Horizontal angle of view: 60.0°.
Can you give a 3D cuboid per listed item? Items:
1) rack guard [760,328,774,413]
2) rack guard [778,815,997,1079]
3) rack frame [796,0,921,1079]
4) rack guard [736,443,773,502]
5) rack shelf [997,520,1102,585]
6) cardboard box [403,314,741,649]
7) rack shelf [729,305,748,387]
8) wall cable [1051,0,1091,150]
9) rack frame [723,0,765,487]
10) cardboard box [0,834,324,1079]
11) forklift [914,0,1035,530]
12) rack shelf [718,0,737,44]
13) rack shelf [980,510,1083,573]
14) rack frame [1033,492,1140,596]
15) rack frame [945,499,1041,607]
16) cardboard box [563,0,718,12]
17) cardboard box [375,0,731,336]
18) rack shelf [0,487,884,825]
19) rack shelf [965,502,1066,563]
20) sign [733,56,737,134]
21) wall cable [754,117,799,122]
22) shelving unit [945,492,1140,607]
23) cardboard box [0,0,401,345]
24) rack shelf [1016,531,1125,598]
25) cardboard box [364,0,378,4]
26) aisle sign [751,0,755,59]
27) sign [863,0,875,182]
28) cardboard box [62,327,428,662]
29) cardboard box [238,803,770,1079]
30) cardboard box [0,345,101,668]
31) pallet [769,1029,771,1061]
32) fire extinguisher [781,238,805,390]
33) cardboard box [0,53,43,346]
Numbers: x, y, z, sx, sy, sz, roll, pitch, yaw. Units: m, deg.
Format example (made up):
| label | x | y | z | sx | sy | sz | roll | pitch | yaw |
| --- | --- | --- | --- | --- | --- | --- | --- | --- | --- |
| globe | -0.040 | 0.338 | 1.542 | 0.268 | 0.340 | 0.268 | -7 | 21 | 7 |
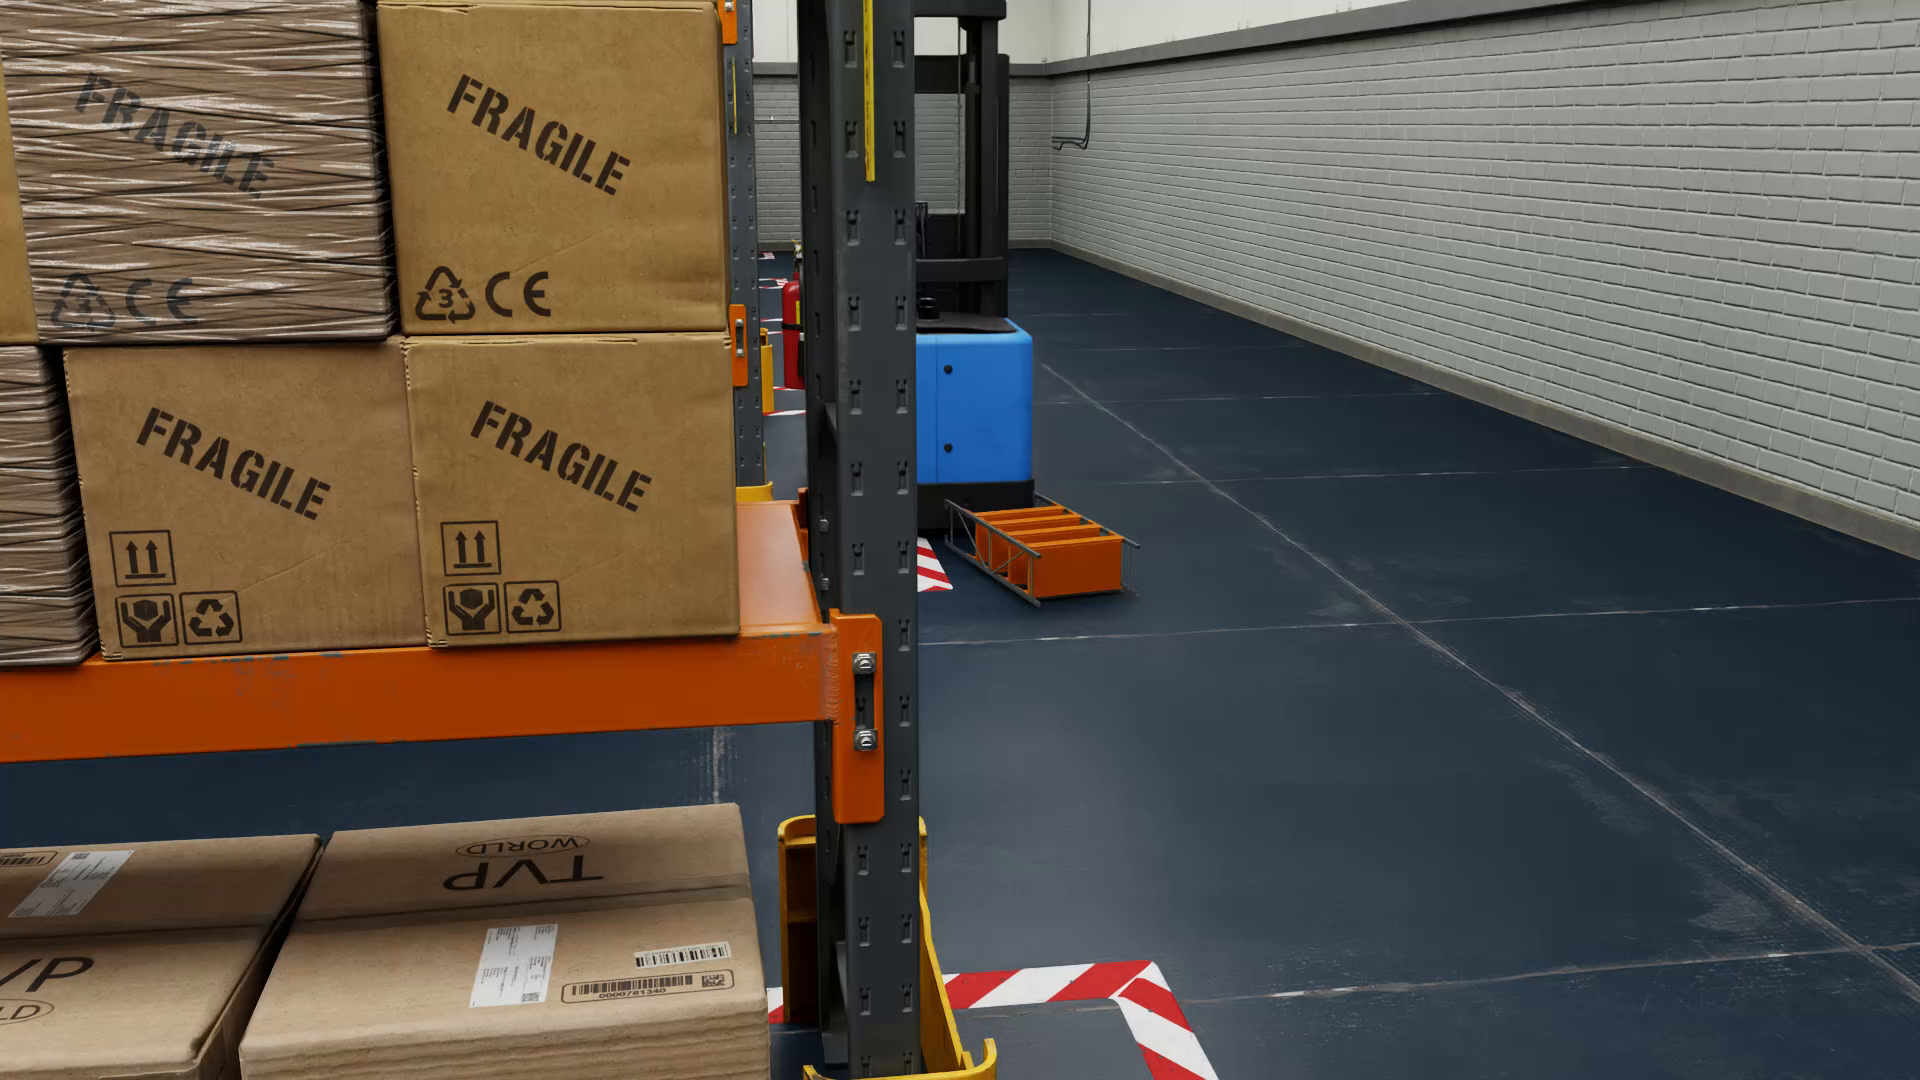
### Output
| label | x | y | z | sx | sy | sz | roll | pitch | yaw |
| --- | --- | --- | --- | --- | --- | --- | --- | --- | --- |
| rack guard | -1.659 | -1.339 | 13.033 | 0.348 | 0.500 | 1.175 | -2 | 14 | -8 |
| rack guard | -0.183 | 1.045 | 3.528 | 0.348 | 0.500 | 1.175 | -2 | 14 | -8 |
| rack frame | -0.206 | -0.167 | 3.220 | 0.127 | 3.000 | 1.000 | -2 | 14 | -8 |
| rack guard | -1.119 | -0.139 | 8.247 | 0.348 | 0.500 | 1.175 | -2 | 14 | -8 |
| rack shelf | 0.424 | 0.061 | 7.876 | 0.480 | 0.258 | 0.148 | -5 | 15 | -20 |
| cardboard box | -0.644 | -0.134 | 2.885 | 0.500 | 0.500 | 0.500 | -2 | 14 | -8 |
| rack shelf | -3.021 | -0.932 | 7.752 | 4.000 | 0.370 | 1.077 | -2 | 14 | -8 |
| wall cable | 1.750 | -7.648 | 27.101 | 0.112 | 2.526 | 3.097 | -2 | 14 | -8 |
| rack frame | -1.044 | -1.354 | 7.953 | 0.127 | 3.000 | 1.000 | -2 | 14 | -8 |
| cardboard box | -1.748 | 0.956 | 3.149 | 0.875 | 0.438 | 0.875 | -2 | 14 | -7 |
| forklift | -0.296 | -1.776 | 9.778 | 1.130 | 2.935 | 3.031 | -2 | 14 | -7 |
| rack shelf | -3.021 | -2.387 | 7.387 | 4.000 | 0.370 | 1.077 | -2 | 14 | -8 |
| rack shelf | 0.345 | 0.010 | 8.079 | 0.480 | 0.258 | 0.148 | -5 | 15 | -20 |
| rack frame | 0.597 | 0.004 | 8.101 | 0.015 | 0.240 | 1.200 | -5 | 15 | -20 |
| rack frame | 0.141 | 0.046 | 7.934 | 0.015 | 0.240 | 1.200 | -5 | 15 | -20 |
| cardboard box | -0.531 | -0.954 | 2.764 | 0.250 | 0.149 | 0.380 | -2 | 14 | -8 |
| cardboard box | -0.648 | -0.625 | 2.788 | 0.500 | 0.500 | 0.500 | -2 | 14 | -6 |
| rack shelf | -2.184 | 0.255 | 3.019 | 4.000 | 0.370 | 1.077 | -2 | 14 | -8 |
| rack shelf | 0.275 | -0.036 | 8.259 | 0.480 | 0.258 | 0.148 | -5 | 15 | -20 |
| sign | -0.981 | -1.934 | 7.239 | 0.005 | 0.325 | 0.100 | -2 | 14 | -8 |
| wall cable | -2.771 | -6.892 | 27.947 | 1.851 | 1.984 | 0.084 | -2 | 14 | -8 |
| shelving unit | 0.369 | 0.025 | 8.017 | 0.503 | 0.258 | 1.200 | -5 | 15 | -20 |
| cardboard box | -1.160 | -0.599 | 2.685 | 0.500 | 0.500 | 0.500 | -2 | 14 | -8 |
| rack shelf | 0.508 | 0.114 | 7.661 | 0.480 | 0.258 | 0.148 | -5 | 15 | -20 |
| cardboard box | -1.021 | -0.909 | 2.586 | 0.250 | 0.149 | 0.380 | -2 | 14 | -9 |
| aisle sign | -0.927 | -2.545 | 7.360 | 0.004 | 0.787 | 0.394 | -2 | 14 | -8 |
| sign | -0.139 | -0.712 | 2.528 | 0.005 | 0.325 | 0.100 | -2 | 14 | -8 |
| cardboard box | -1.142 | -0.120 | 2.826 | 0.500 | 0.500 | 0.500 | -2 | 14 | -9 |
| cardboard box | -0.844 | 0.920 | 3.290 | 0.875 | 0.438 | 0.875 | -3 | 14 | -10 |
| cardboard box | -1.650 | -0.099 | 2.743 | 0.500 | 0.500 | 0.500 | -2 | 14 | -7 |
| pallet | -0.985 | 1.234 | 3.369 | 1.213 | 0.211 | 1.003 | -2 | 14 | -8 |
| fire extinguisher | -0.726 | -1.033 | 7.602 | 0.183 | 0.674 | 0.296 | -2 | 14 | -8 |
| cardboard box | -1.650 | -0.582 | 2.616 | 0.500 | 0.500 | 0.500 | -2 | 14 | -9 |
